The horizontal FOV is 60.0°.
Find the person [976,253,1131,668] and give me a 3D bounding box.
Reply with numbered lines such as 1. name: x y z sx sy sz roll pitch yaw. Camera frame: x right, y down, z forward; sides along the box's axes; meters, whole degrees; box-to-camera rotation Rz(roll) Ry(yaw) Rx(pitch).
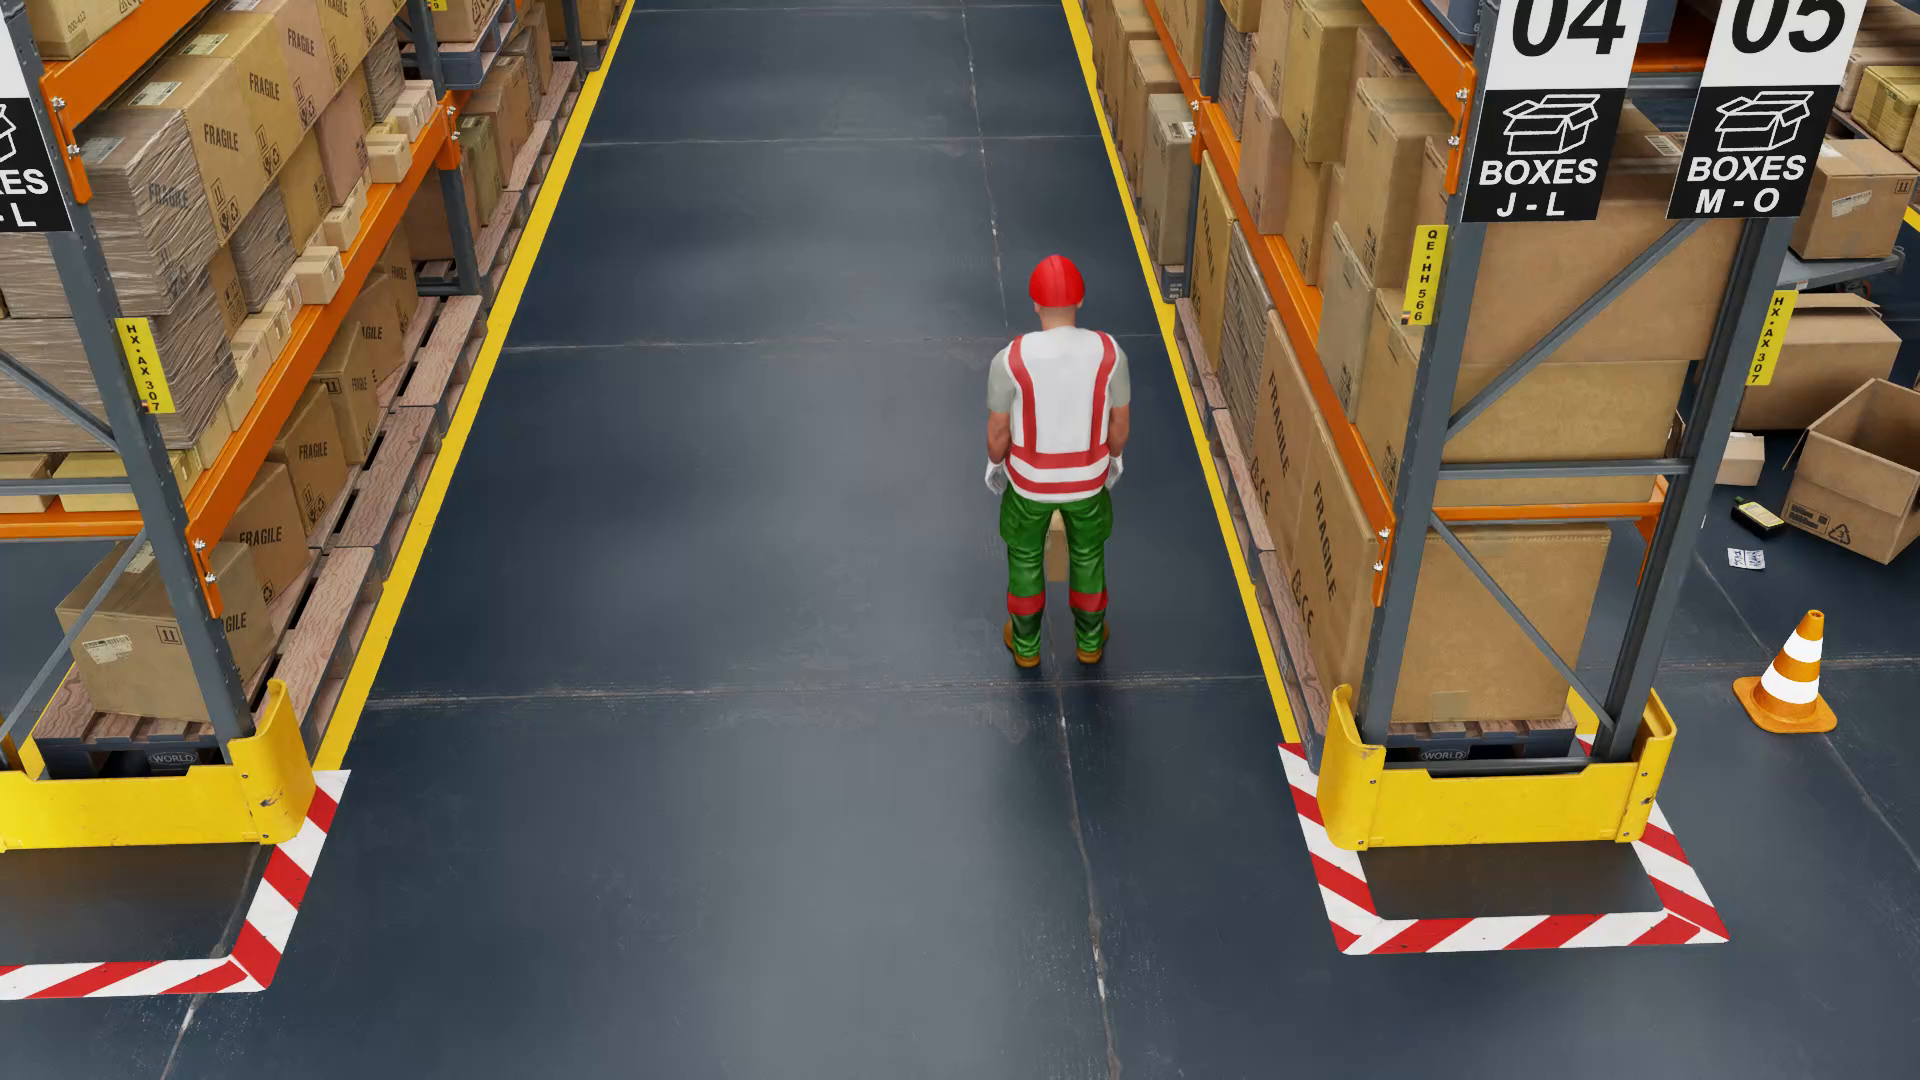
1. person: 0.366 -0.268 6.517 0.611 1.778 0.451 -3 35 -5
